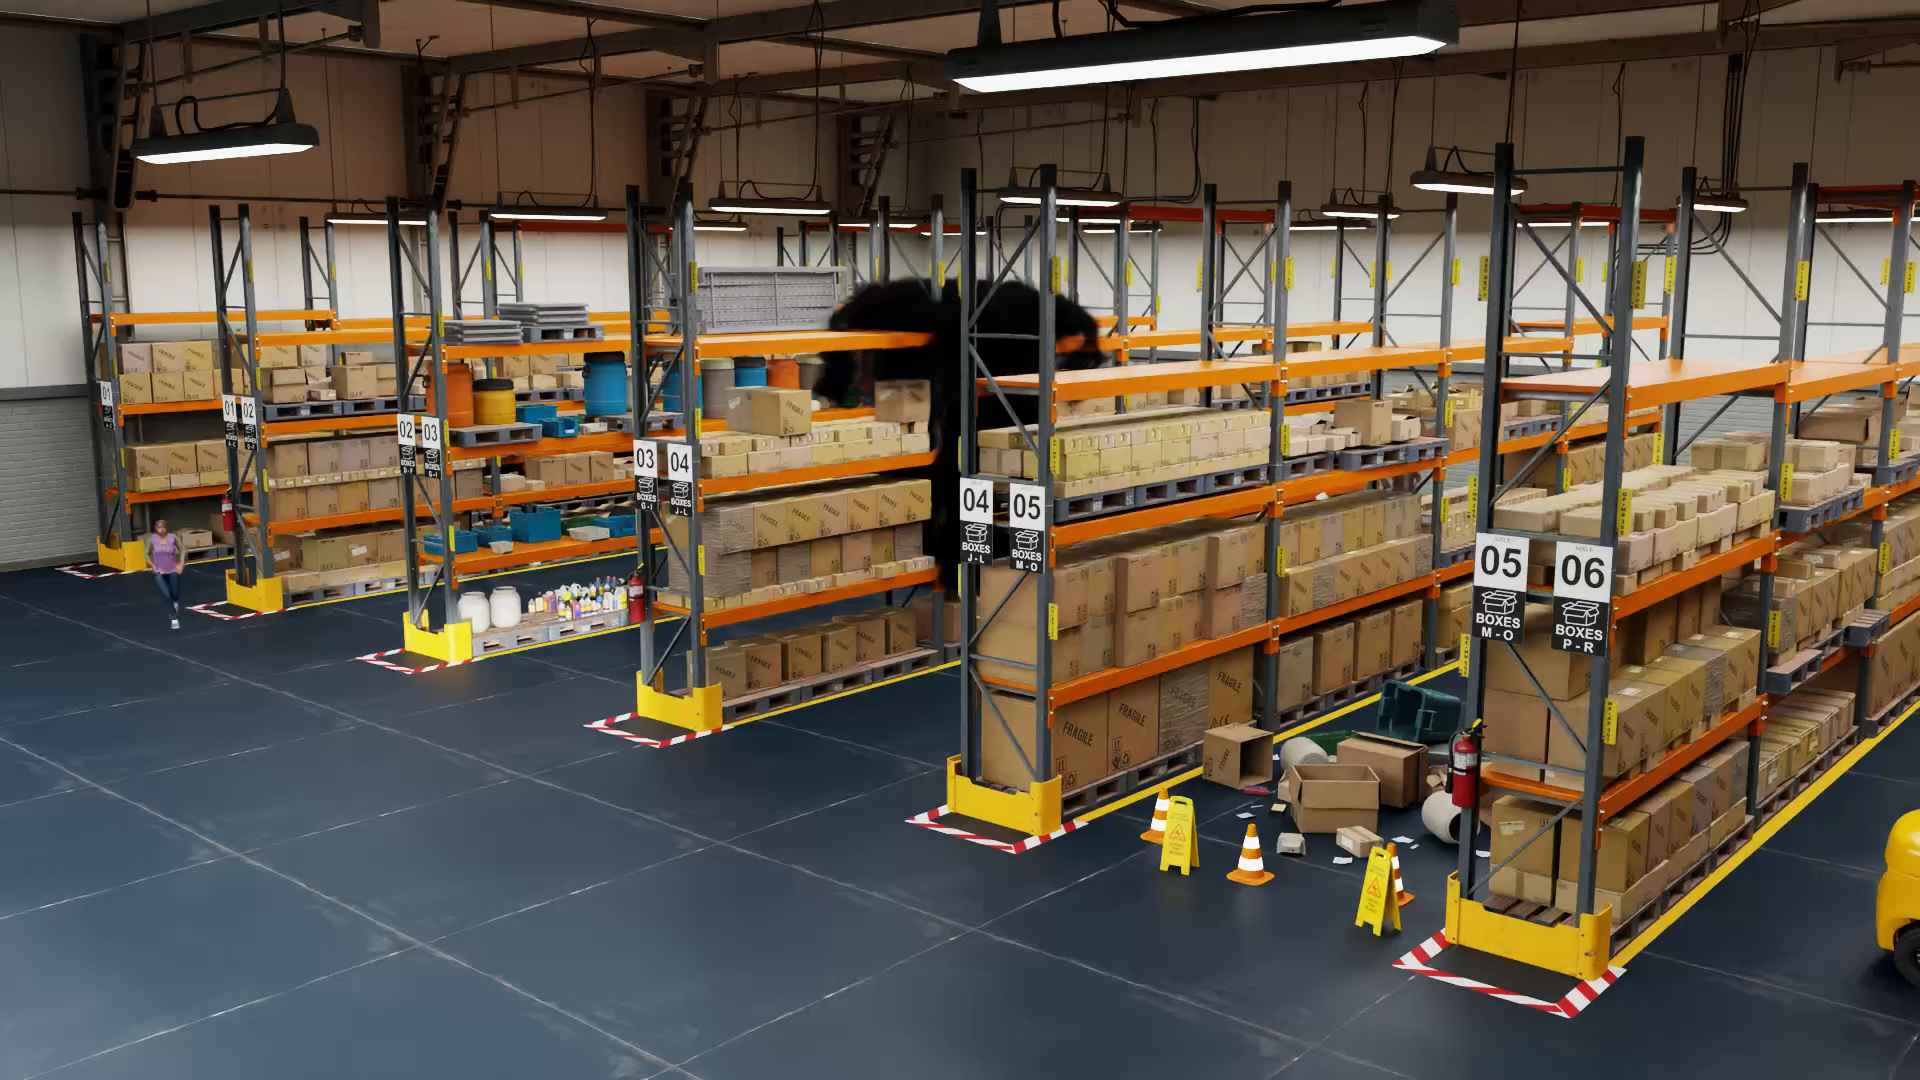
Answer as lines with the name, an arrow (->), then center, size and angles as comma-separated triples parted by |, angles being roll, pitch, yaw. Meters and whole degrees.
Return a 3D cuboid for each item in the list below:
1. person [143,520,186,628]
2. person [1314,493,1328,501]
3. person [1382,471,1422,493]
person -> -11.388, 0.471, 23.855 | 0.557, 1.553, 0.536 | -4, 10, -24
person -> 5.349, 0.156, 24.730 | 0.702, 1.730, 0.965 | 5, 11, 29
person -> 8.264, -0.828, 30.977 | 0.734, 1.725, 0.696 | -1, 10, -8
